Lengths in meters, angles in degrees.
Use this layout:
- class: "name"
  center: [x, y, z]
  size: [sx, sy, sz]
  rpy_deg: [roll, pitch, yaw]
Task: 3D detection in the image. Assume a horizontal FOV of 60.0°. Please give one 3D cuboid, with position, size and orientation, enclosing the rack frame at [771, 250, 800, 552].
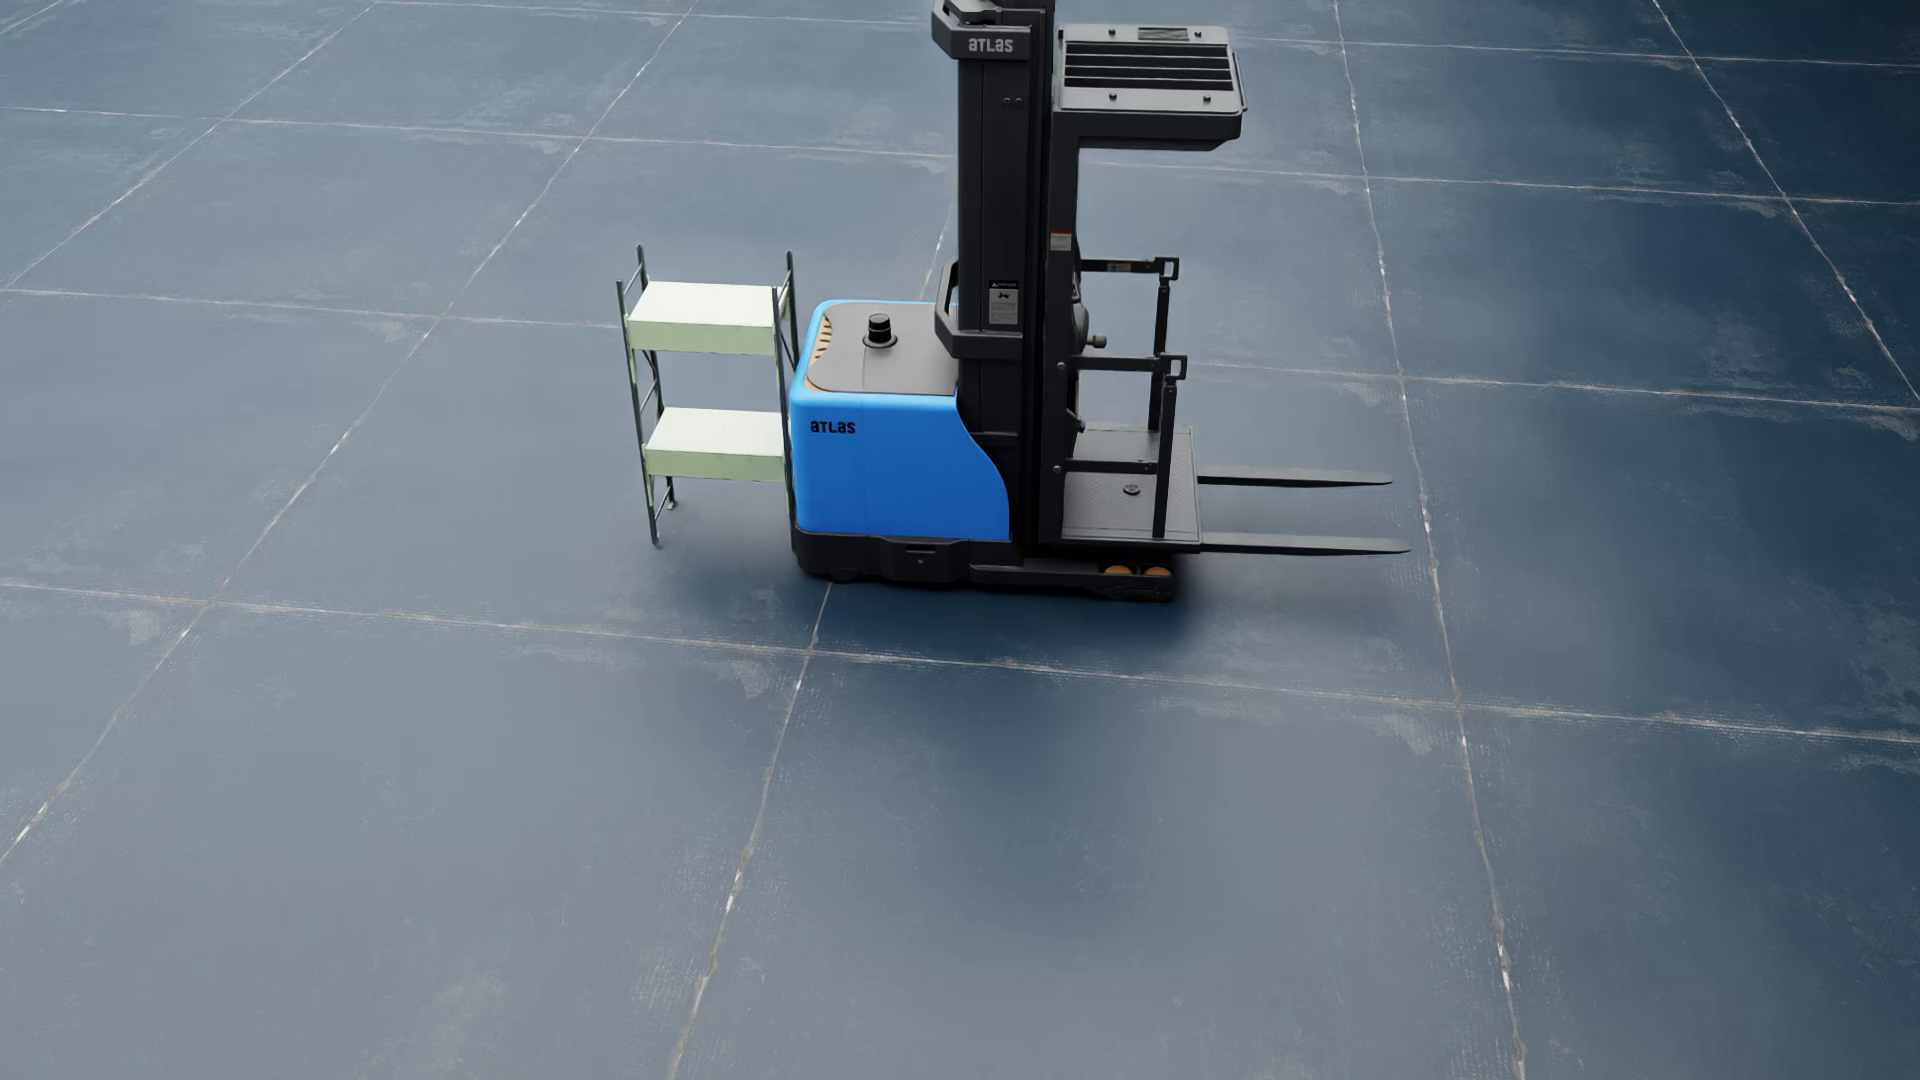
- class: "rack frame"
  center: [-0.832, -0.663, 8.238]
  size: [0.023, 1.500, 0.400]
  rpy_deg: [3, 36, 5]

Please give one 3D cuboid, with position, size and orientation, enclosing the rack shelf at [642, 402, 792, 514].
- class: "rack shelf"
  center: [-1.194, -0.419, 8.460]
  size: [0.720, 0.370, 0.431]
  rpy_deg: [3, 36, 5]

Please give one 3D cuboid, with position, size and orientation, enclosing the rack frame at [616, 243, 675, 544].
- class: "rack frame"
  center: [-1.560, -0.705, 8.304]
  size: [0.023, 1.500, 0.400]
  rpy_deg: [3, 36, 5]

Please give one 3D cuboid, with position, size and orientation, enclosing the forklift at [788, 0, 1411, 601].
- class: "forklift"
  center: [0.725, -1.215, 7.786]
  size: [3.031, 2.935, 1.130]
  rpy_deg: [2, 36, 3]

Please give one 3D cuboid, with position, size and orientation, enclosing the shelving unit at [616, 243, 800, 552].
- class: "shelving unit"
  center: [-1.196, -0.684, 8.271]
  size: [0.755, 1.500, 0.431]
  rpy_deg: [3, 36, 5]

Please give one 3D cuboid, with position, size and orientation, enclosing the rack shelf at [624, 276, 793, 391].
- class: "rack shelf"
  center: [-1.198, -1.002, 8.045]
  size: [0.720, 0.370, 0.431]
  rpy_deg: [3, 36, 5]
